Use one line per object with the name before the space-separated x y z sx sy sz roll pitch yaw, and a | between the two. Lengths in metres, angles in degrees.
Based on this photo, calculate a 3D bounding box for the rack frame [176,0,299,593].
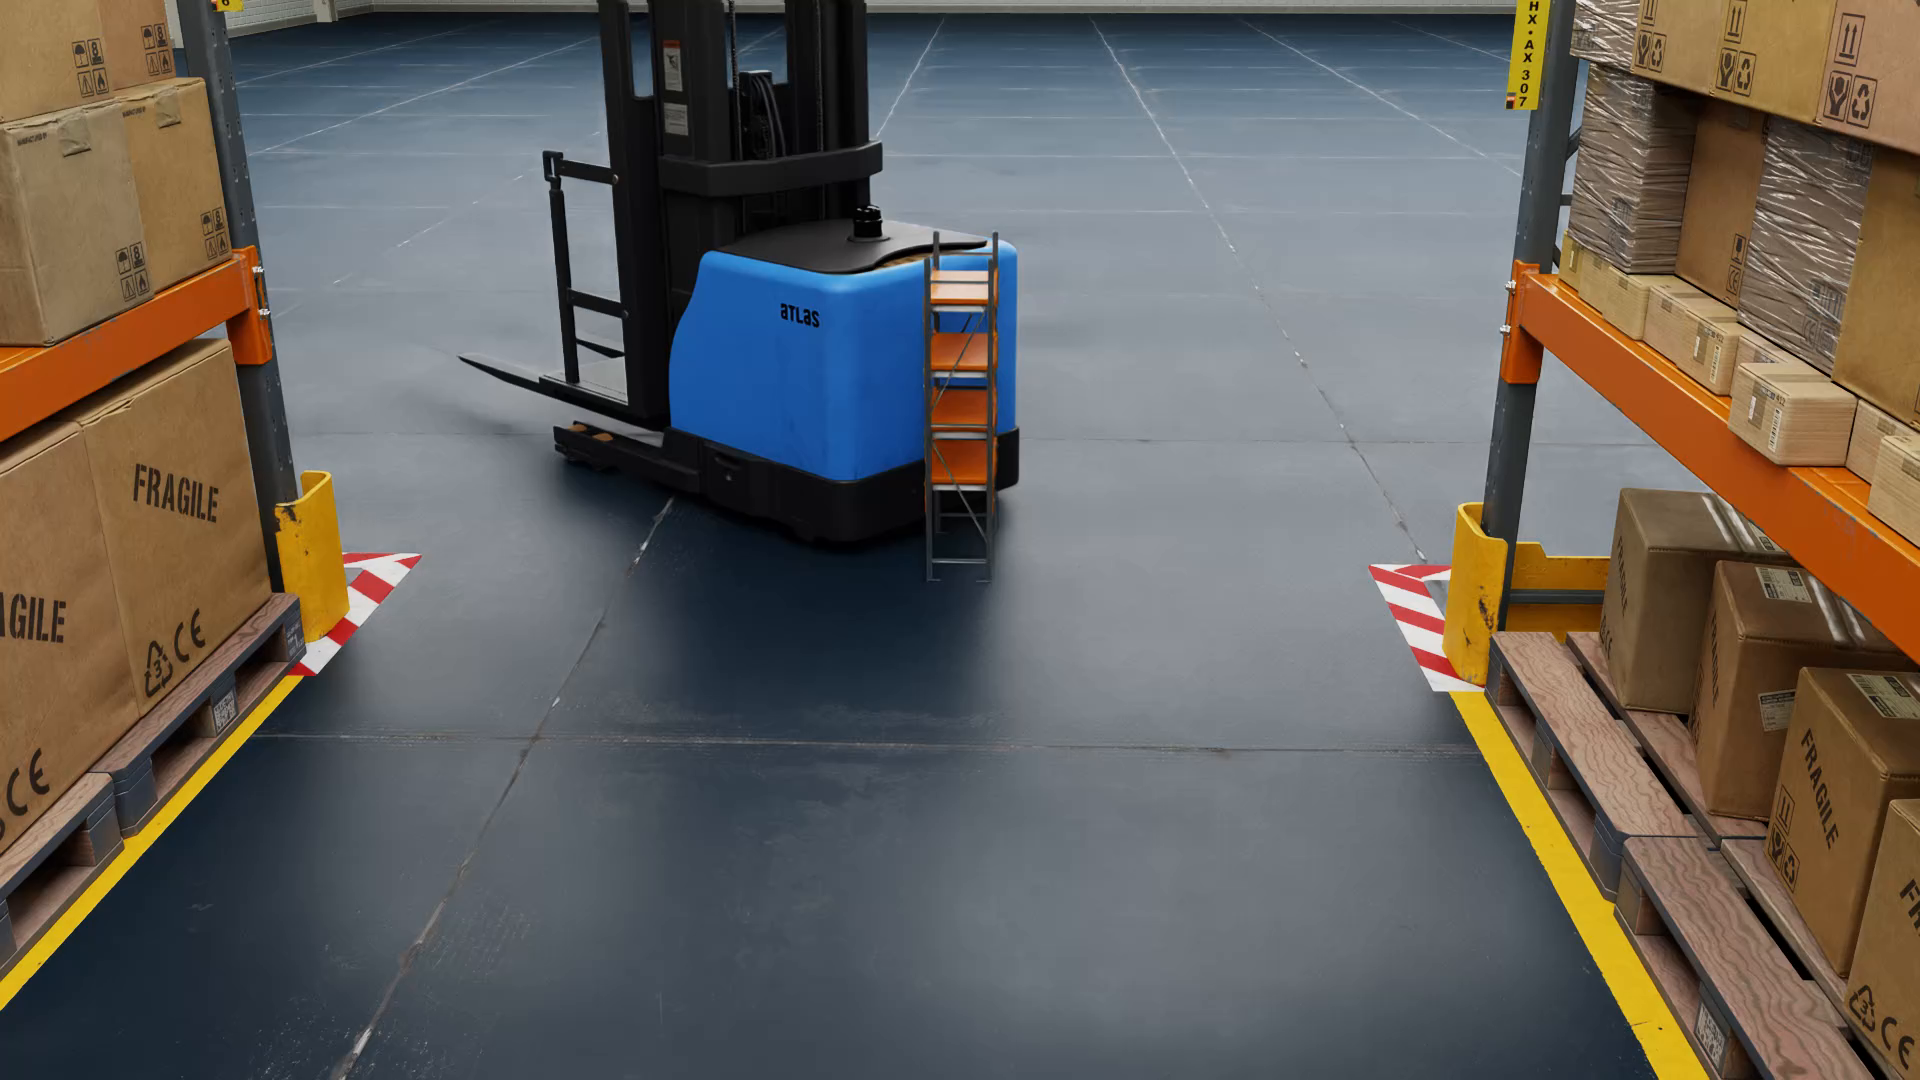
rack frame | -2.750 -1.106 5.234 1.000 3.000 0.127 1 21 2

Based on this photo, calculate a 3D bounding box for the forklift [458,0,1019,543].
forklift | -1.172 -1.790 7.089 3.031 2.935 1.130 19 28 40

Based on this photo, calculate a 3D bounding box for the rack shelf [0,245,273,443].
rack shelf | -2.811 -0.048 3.500 1.077 0.370 4.000 1 21 2

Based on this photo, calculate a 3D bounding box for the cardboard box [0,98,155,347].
cardboard box | -2.711 -0.843 4.346 0.875 0.550 0.550 1 21 2

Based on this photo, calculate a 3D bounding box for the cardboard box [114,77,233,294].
cardboard box | -2.716 -1.042 4.860 0.875 0.550 0.550 1 21 2

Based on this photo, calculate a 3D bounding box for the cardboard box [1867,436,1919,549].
cardboard box | 1.856 -0.075 2.923 0.380 0.149 0.250 1 21 2

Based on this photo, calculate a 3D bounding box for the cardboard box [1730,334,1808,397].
cardboard box | 1.926 -0.346 3.621 0.380 0.149 0.250 1 21 2

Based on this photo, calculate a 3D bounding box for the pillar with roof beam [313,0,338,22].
pillar with roof beam | -8.369 -14.532 31.542 9.100 9.000 0.400 1 21 2

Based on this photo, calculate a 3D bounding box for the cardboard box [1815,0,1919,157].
cardboard box | 1.870 -0.928 2.844 0.500 0.500 0.500 1 21 2

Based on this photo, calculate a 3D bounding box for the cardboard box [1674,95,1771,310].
cardboard box | 2.265 -0.820 3.946 0.875 0.500 0.500 1 21 2

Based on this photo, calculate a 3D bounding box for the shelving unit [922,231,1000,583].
shelving unit | 0.009 -0.493 6.140 0.258 1.200 0.503 1 21 3

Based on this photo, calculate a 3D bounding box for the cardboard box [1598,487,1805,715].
cardboard box | 2.169 0.180 4.794 0.500 0.500 0.500 5 22 12

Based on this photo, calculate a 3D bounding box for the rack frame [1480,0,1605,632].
rack frame | 2.205 -1.015 4.999 1.000 3.000 0.127 1 21 2

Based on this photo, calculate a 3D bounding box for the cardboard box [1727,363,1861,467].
cardboard box | 1.815 -0.256 3.390 0.380 0.149 0.250 1 21 2

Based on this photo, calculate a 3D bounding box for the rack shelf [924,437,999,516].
rack shelf | 0.009 -0.245 6.237 0.258 0.148 0.480 1 21 3

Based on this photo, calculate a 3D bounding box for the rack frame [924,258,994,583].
rack frame | -0.003 -0.405 5.913 0.240 1.200 0.015 1 21 3

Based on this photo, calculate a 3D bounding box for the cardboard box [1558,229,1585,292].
cardboard box | 1.958 -0.798 4.786 0.380 0.149 0.250 1 21 2

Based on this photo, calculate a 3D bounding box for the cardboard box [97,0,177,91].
cardboard box | -2.800 -1.546 4.667 0.875 0.550 0.550 1 21 2

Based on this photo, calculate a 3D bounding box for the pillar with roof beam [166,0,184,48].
pillar with roof beam | -8.551 -12.363 25.951 9.100 9.000 0.400 1 21 2

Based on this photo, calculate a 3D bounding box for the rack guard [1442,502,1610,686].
rack guard | 2.202 0.178 5.380 1.175 0.500 0.348 1 21 2

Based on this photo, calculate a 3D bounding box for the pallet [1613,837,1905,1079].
pallet | 2.102 1.046 3.543 1.003 0.211 1.213 1 21 2

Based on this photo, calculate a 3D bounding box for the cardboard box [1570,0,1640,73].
cardboard box | 1.916 -1.471 4.241 0.500 0.500 0.500 1 21 2

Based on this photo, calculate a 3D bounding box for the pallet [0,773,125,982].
pallet | -2.736 0.924 3.857 1.003 0.211 1.213 1 21 2

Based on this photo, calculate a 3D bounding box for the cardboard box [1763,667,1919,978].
cardboard box | 2.147 0.623 3.653 0.500 0.500 0.500 3 21 7

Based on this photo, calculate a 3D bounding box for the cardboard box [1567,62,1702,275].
cardboard box | 2.161 -1.002 4.415 0.875 0.500 0.500 1 21 2

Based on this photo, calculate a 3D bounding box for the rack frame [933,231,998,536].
rack frame | 0.022 -0.581 6.368 0.240 1.200 0.015 1 21 3

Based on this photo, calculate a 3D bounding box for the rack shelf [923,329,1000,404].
rack shelf | 0.009 -0.639 6.084 0.258 0.148 0.480 1 21 3

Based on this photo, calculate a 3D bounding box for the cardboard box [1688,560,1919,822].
cardboard box | 2.185 0.396 4.236 0.500 0.500 0.500 6 22 16

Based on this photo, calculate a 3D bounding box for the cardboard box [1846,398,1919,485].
cardboard box | 1.940 -0.165 3.154 0.380 0.149 0.250 1 21 2

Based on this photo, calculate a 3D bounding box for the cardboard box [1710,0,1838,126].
cardboard box | 1.880 -1.109 3.310 0.500 0.500 0.500 1 21 2

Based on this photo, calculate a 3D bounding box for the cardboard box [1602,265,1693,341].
cardboard box | 1.908 -0.617 4.321 0.380 0.149 0.250 1 21 2

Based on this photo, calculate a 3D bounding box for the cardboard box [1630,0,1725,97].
cardboard box | 1.893 -1.290 3.776 0.500 0.500 0.500 1 21 2

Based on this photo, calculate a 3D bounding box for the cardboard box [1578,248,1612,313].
cardboard box | 1.931 -0.708 4.553 0.380 0.149 0.250 1 21 2

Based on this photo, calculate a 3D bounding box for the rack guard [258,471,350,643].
rack guard | -2.749 0.050 5.708 1.175 0.500 0.348 1 21 2

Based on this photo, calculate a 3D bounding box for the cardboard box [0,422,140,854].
cardboard box | -2.729 0.252 4.088 0.875 0.875 0.875 0 21 1

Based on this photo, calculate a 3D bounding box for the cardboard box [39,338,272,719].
cardboard box | -2.704 -0.066 4.908 0.875 0.875 0.875 1 21 2

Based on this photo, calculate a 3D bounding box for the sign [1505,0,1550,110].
sign | 1.662 -1.425 4.858 0.100 0.325 0.005 1 21 2

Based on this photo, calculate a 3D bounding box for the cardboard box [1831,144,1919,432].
cardboard box | 2.180 -0.459 3.016 0.875 0.500 0.500 1 21 2

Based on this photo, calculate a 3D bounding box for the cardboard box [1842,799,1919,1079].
cardboard box | 2.085 0.824 3.134 0.500 0.500 0.500 -1 21 -3

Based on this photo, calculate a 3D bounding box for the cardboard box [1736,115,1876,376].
cardboard box | 2.207 -0.640 3.481 0.875 0.500 0.500 1 21 2

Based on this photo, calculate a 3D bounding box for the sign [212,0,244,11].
sign | -2.208 -1.746 4.953 0.100 0.325 0.005 1 21 2

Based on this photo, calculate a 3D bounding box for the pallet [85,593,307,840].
pallet | -2.696 0.484 4.991 1.003 0.211 1.213 1 21 2

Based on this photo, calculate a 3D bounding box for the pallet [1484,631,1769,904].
pallet | 2.142 0.606 4.676 1.003 0.211 1.213 1 21 2

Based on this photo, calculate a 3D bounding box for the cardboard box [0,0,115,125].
cardboard box | -2.724 -1.346 4.151 0.875 0.550 0.550 1 21 2

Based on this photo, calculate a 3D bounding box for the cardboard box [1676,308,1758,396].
cardboard box | 1.907 -0.436 3.854 0.380 0.149 0.250 1 21 2

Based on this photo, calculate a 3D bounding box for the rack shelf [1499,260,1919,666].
rack shelf | 2.144 0.043 3.265 1.077 0.370 4.000 1 21 2

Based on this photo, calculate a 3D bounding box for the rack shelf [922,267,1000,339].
rack shelf | 0.009 -0.859 5.998 0.258 0.148 0.480 1 21 3

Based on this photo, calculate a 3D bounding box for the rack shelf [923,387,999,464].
rack shelf | 0.009 -0.430 6.165 0.258 0.148 0.480 1 21 3

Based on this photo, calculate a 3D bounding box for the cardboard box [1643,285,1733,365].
cardboard box | 1.922 -0.527 4.087 0.380 0.149 0.250 1 21 2
